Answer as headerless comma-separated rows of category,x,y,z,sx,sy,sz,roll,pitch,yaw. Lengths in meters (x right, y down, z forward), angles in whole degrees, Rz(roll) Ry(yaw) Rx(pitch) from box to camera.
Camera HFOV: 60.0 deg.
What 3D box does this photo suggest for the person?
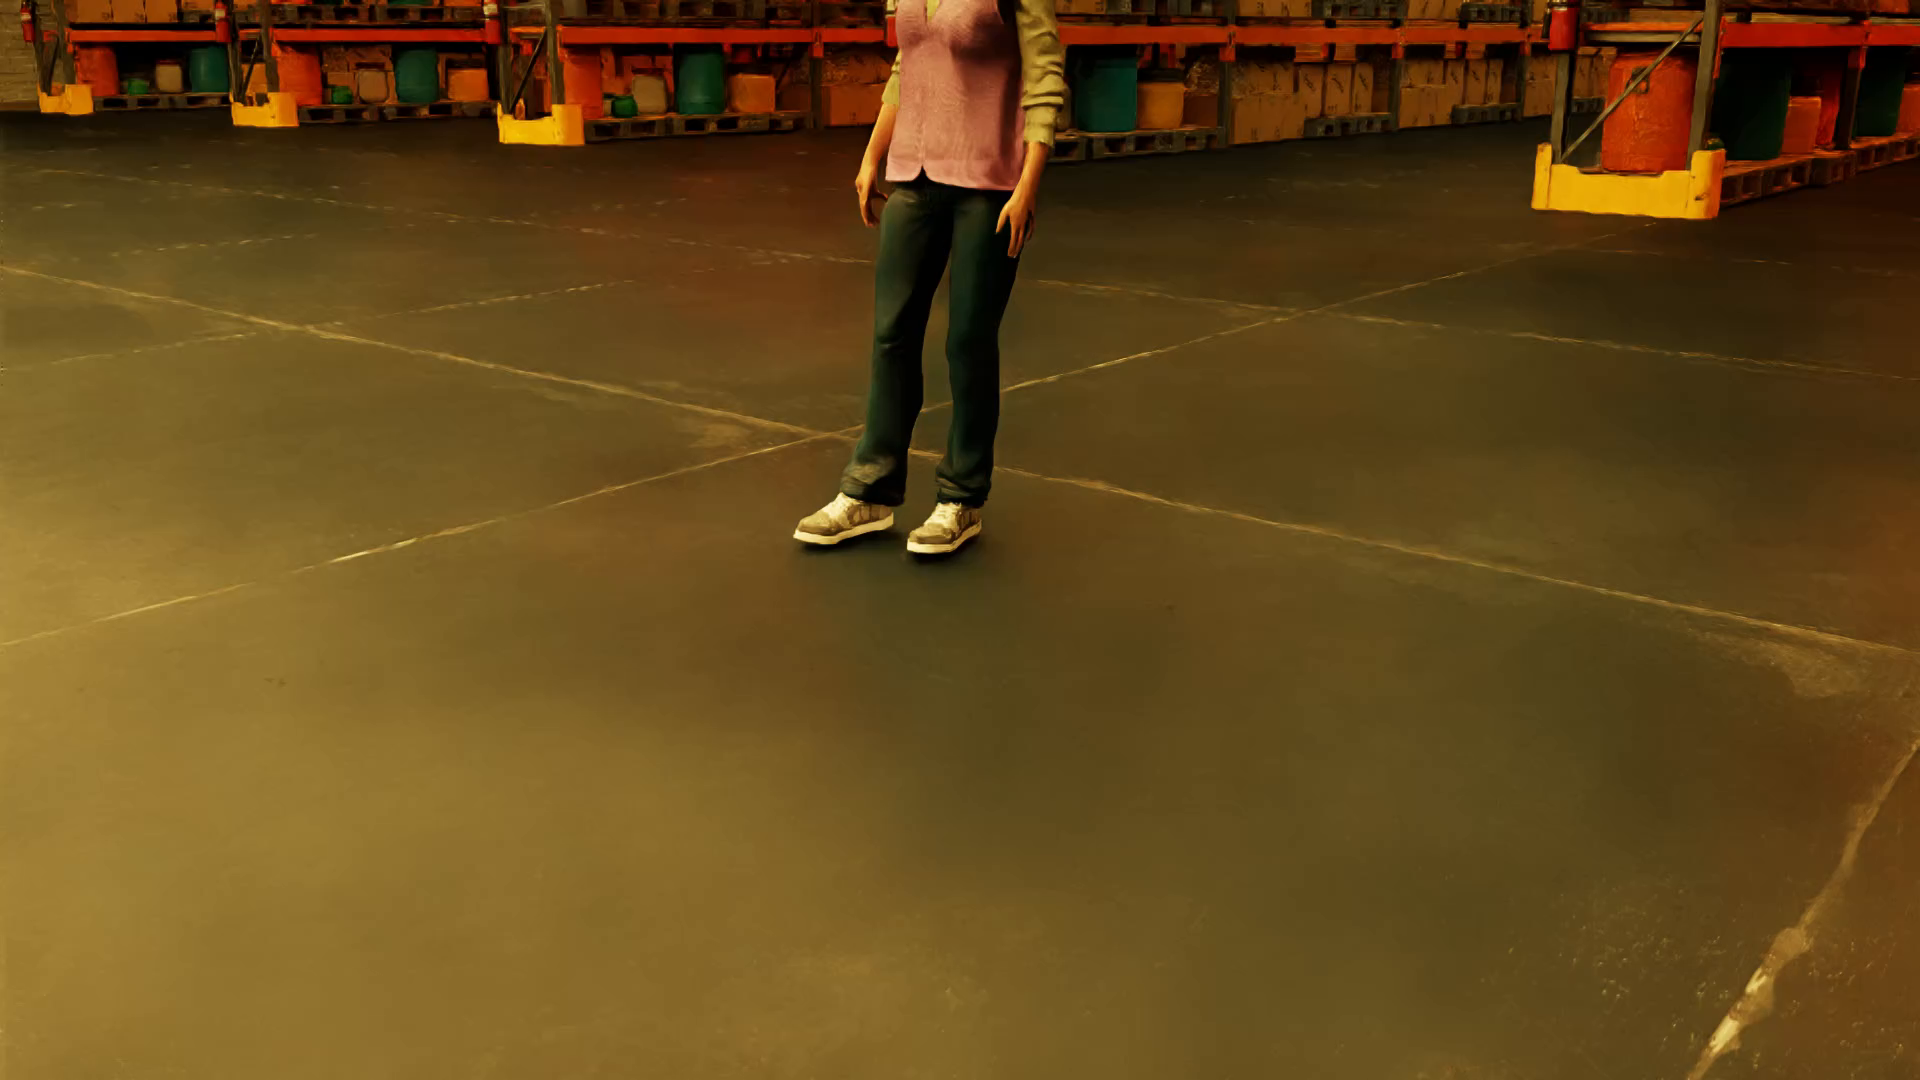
person,-0.058,-0.757,3.662,0.520,1.597,0.474,13,21,37
